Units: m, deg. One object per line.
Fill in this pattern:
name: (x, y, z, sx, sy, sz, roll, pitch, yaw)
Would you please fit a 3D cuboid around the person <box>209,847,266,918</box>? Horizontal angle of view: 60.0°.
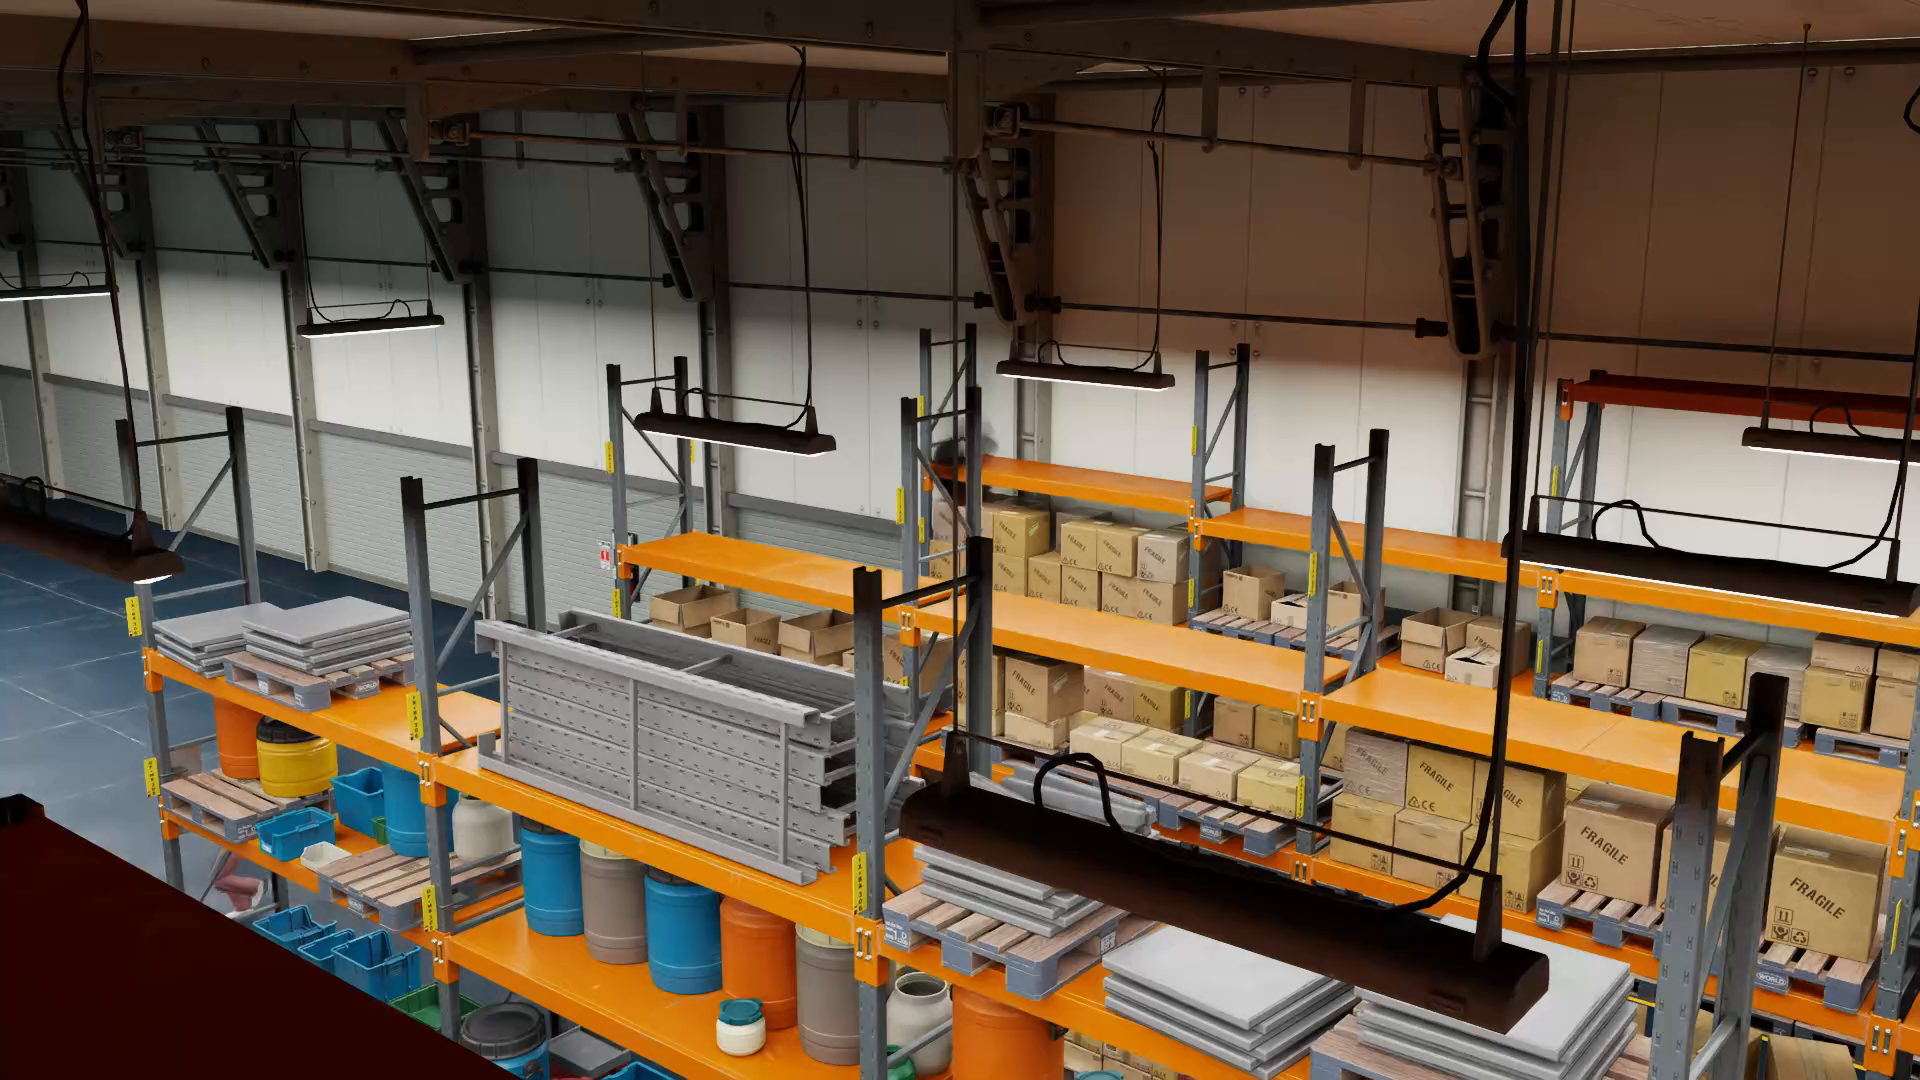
person: (-7.826, 3.311, 17.946, 0.556, 1.629, 0.581, -5, 14, -20)
